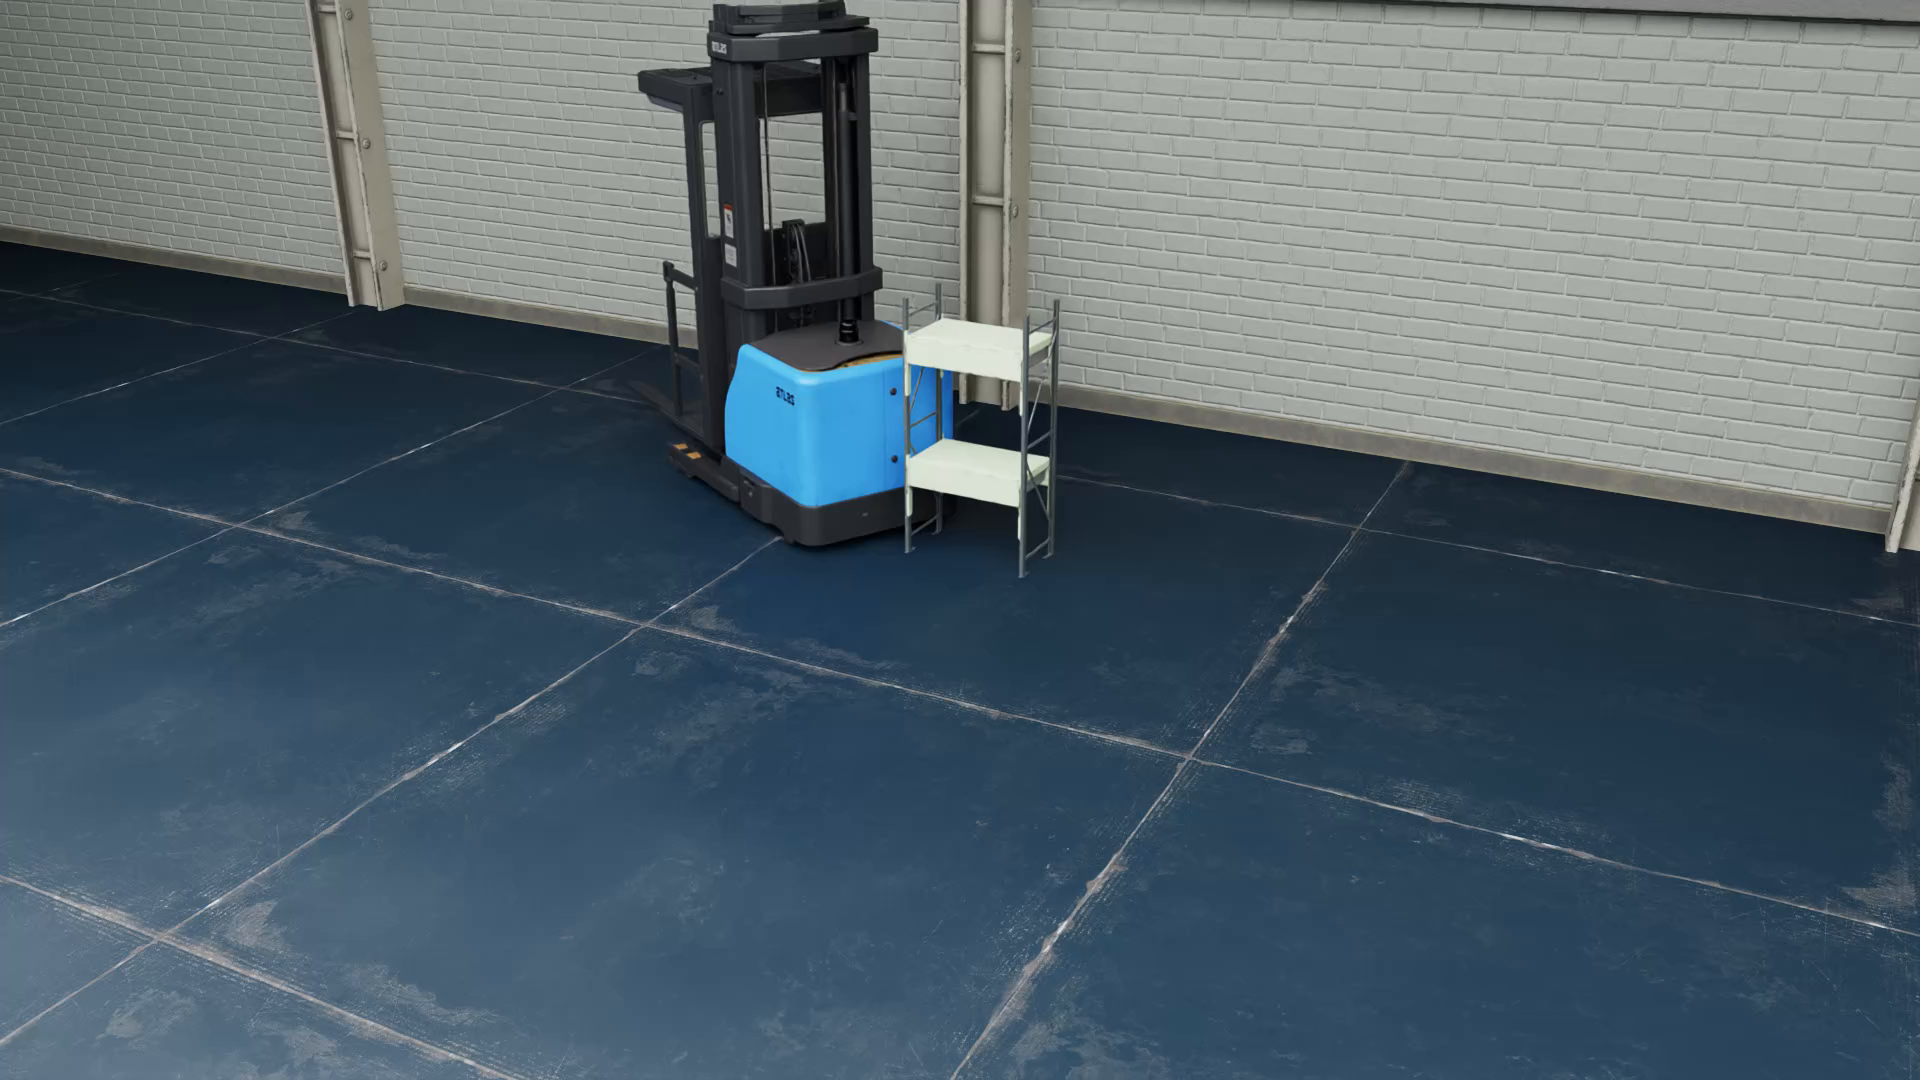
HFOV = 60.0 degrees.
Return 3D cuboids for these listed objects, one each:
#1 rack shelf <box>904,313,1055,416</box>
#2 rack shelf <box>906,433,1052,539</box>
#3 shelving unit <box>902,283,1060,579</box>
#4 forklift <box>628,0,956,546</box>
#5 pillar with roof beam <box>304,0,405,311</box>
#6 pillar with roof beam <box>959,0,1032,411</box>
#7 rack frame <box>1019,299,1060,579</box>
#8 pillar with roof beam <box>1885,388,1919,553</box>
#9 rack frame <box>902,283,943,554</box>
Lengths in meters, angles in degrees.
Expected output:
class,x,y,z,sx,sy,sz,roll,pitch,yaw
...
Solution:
class,x,y,z,sx,sy,sz,roll,pitch,yaw
rack shelf,0.112,-0.970,9.117,0.720,0.370,0.431,12,26,26
rack shelf,0.112,-0.311,9.398,0.720,0.370,0.431,12,26,26
shelving unit,0.112,-0.611,9.270,0.755,1.500,0.431,12,26,26
forklift,-1.251,-1.838,10.327,1.130,2.935,3.031,-14,27,-30
pillar with roof beam,-7.060,-4.712,9.331,0.400,9.000,9.100,11,25,25
pillar with roof beam,-1.705,-3.652,6.839,0.400,9.000,9.100,11,25,25
rack frame,0.433,-0.542,9.109,0.023,1.500,0.400,12,26,26
pillar with roof beam,3.649,-2.593,4.348,0.400,9.000,9.100,11,25,25
rack frame,-0.209,-0.680,9.432,0.023,1.500,0.400,12,26,26
